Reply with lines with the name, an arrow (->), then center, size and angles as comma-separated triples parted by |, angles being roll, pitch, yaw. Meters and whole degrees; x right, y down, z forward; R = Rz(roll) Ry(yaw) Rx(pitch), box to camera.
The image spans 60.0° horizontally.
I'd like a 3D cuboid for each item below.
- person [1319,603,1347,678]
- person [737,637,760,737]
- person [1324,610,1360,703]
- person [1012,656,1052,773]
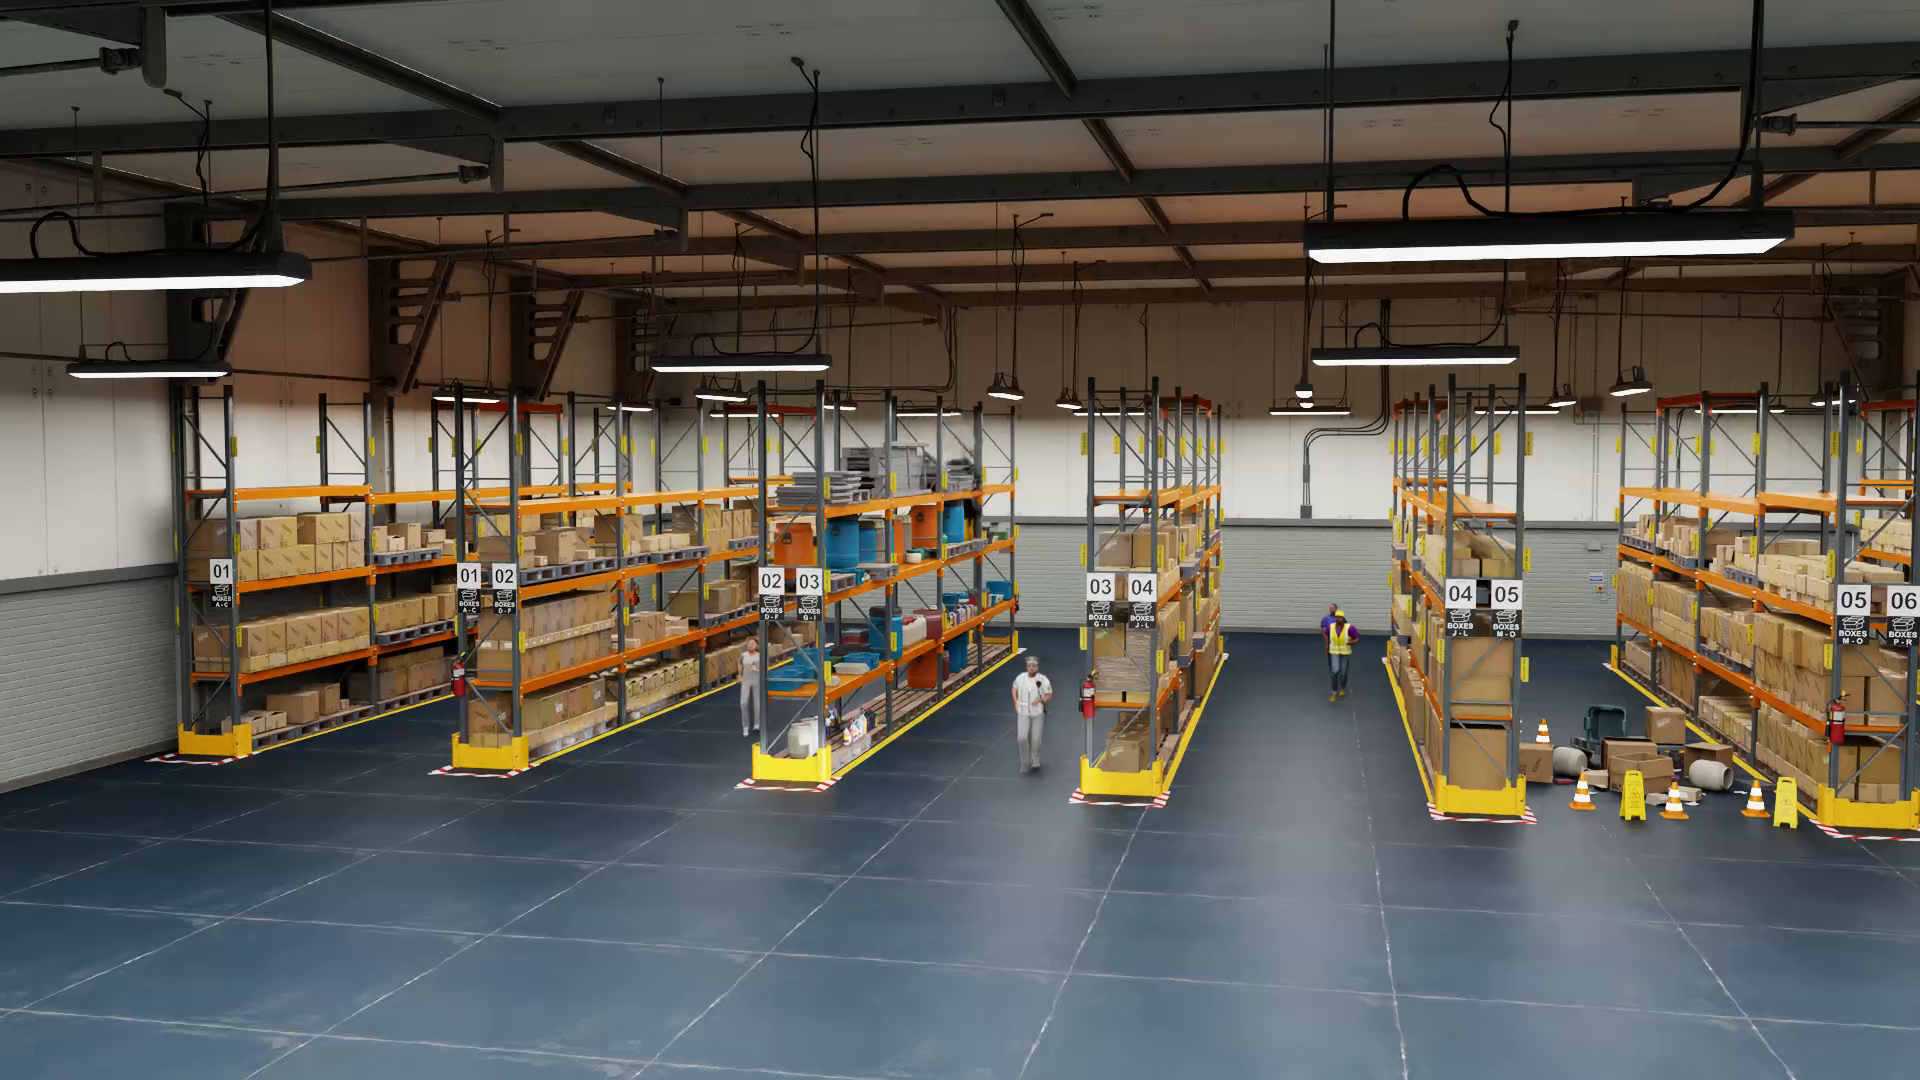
person -> 7.959, 2.198, 35.450 | 0.582, 1.706, 0.832 | 1, 3, 19
person -> -3.632, 2.545, 28.984 | 0.531, 1.720, 0.738 | 0, 3, 2
person -> 7.524, 2.285, 32.797 | 0.686, 1.821, 0.785 | 1, 3, 14
person -> 1.096, 2.709, 25.636 | 0.650, 1.858, 0.671 | 1, 3, 9
